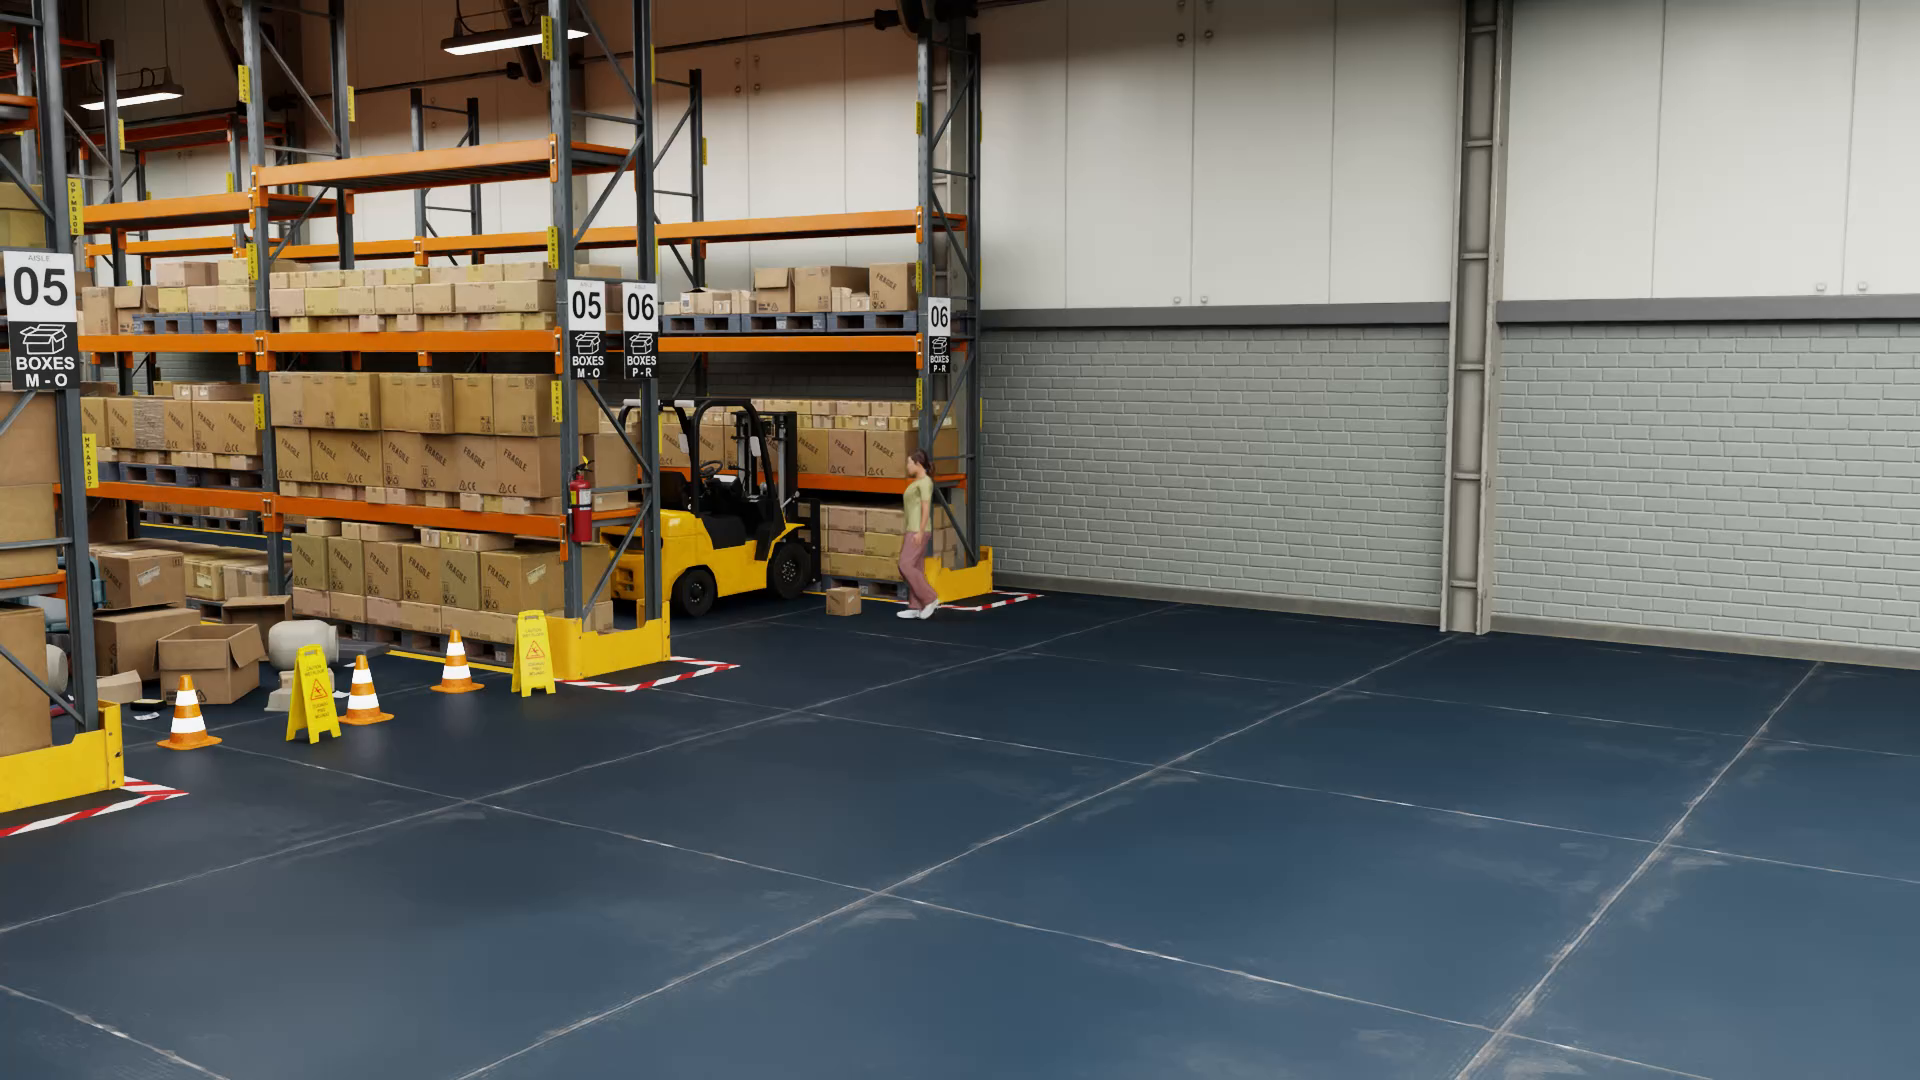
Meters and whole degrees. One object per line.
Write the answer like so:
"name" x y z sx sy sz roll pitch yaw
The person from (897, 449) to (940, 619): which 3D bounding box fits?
"person" -0.422 -0.061 16.423 0.435 1.672 0.457 -1 7 -11
